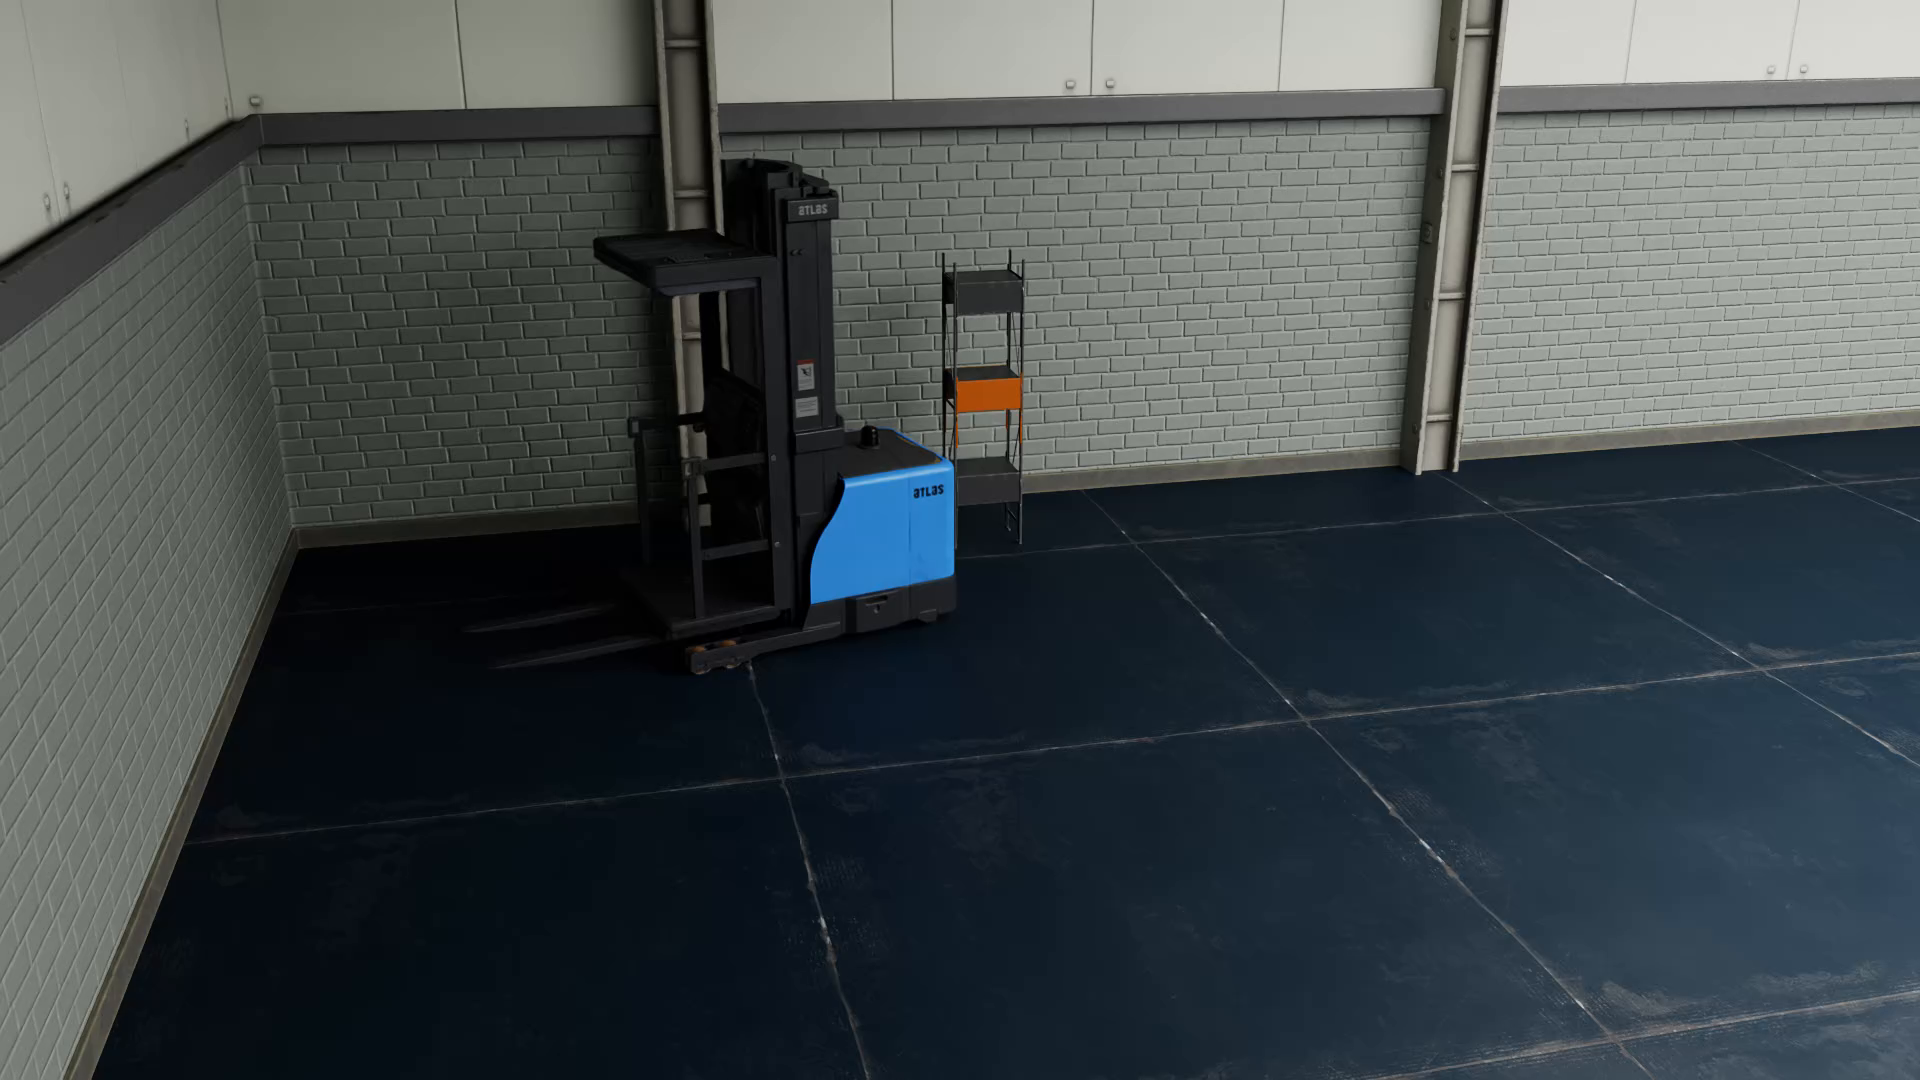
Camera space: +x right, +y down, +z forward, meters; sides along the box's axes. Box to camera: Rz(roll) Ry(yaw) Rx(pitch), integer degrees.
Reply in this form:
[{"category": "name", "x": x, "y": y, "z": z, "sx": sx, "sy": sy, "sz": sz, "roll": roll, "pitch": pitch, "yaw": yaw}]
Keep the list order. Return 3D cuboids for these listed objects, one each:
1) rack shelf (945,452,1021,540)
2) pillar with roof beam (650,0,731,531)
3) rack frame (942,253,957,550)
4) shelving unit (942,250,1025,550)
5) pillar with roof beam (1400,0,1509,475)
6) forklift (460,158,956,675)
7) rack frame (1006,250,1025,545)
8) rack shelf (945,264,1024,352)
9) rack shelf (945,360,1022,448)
[{"category": "rack shelf", "x": 0.161, "y": -0.329, "z": 12.235, "sx": 0.480, "sy": 0.518, "sz": 0.431, "roll": -5, "pitch": 21, "yaw": -12}, {"category": "pillar with roof beam", "x": -0.916, "y": -2.917, "z": 7.195, "sx": 0.400, "sy": 9.000, "sz": 9.100, "roll": -5, "pitch": 21, "yaw": -12}, {"category": "rack frame", "x": -0.076, "y": -0.980, "z": 11.936, "sx": 0.015, "sy": 2.100, "sz": 0.400, "roll": -5, "pitch": 21, "yaw": -12}, {"category": "shelving unit", "x": 0.161, "y": -0.999, "z": 11.989, "sx": 0.503, "sy": 2.100, "sz": 0.431, "roll": -5, "pitch": 21, "yaw": -12}, {"category": "pillar with roof beam", "x": 4.923, "y": -3.392, "z": 8.491, "sx": 0.400, "sy": 9.000, "sz": 9.100, "roll": -5, "pitch": 21, "yaw": -12}, {"category": "forklift", "x": -1.568, "y": -0.766, "z": 10.146, "sx": 3.031, "sy": 2.935, "sz": 1.130, "roll": -10, "pitch": 23, "yaw": -26}, {"category": "rack frame", "x": 0.399, "y": -1.018, "z": 12.042, "sx": 0.015, "sy": 2.100, "sz": 0.400, "roll": -5, "pitch": 21, "yaw": -12}, {"category": "rack shelf", "x": 0.161, "y": -1.644, "z": 11.753, "sx": 0.480, "sy": 0.518, "sz": 0.431, "roll": -5, "pitch": 21, "yaw": -12}, {"category": "rack shelf", "x": 0.161, "y": -0.986, "z": 11.994, "sx": 0.480, "sy": 0.518, "sz": 0.431, "roll": -5, "pitch": 21, "yaw": -12}]
